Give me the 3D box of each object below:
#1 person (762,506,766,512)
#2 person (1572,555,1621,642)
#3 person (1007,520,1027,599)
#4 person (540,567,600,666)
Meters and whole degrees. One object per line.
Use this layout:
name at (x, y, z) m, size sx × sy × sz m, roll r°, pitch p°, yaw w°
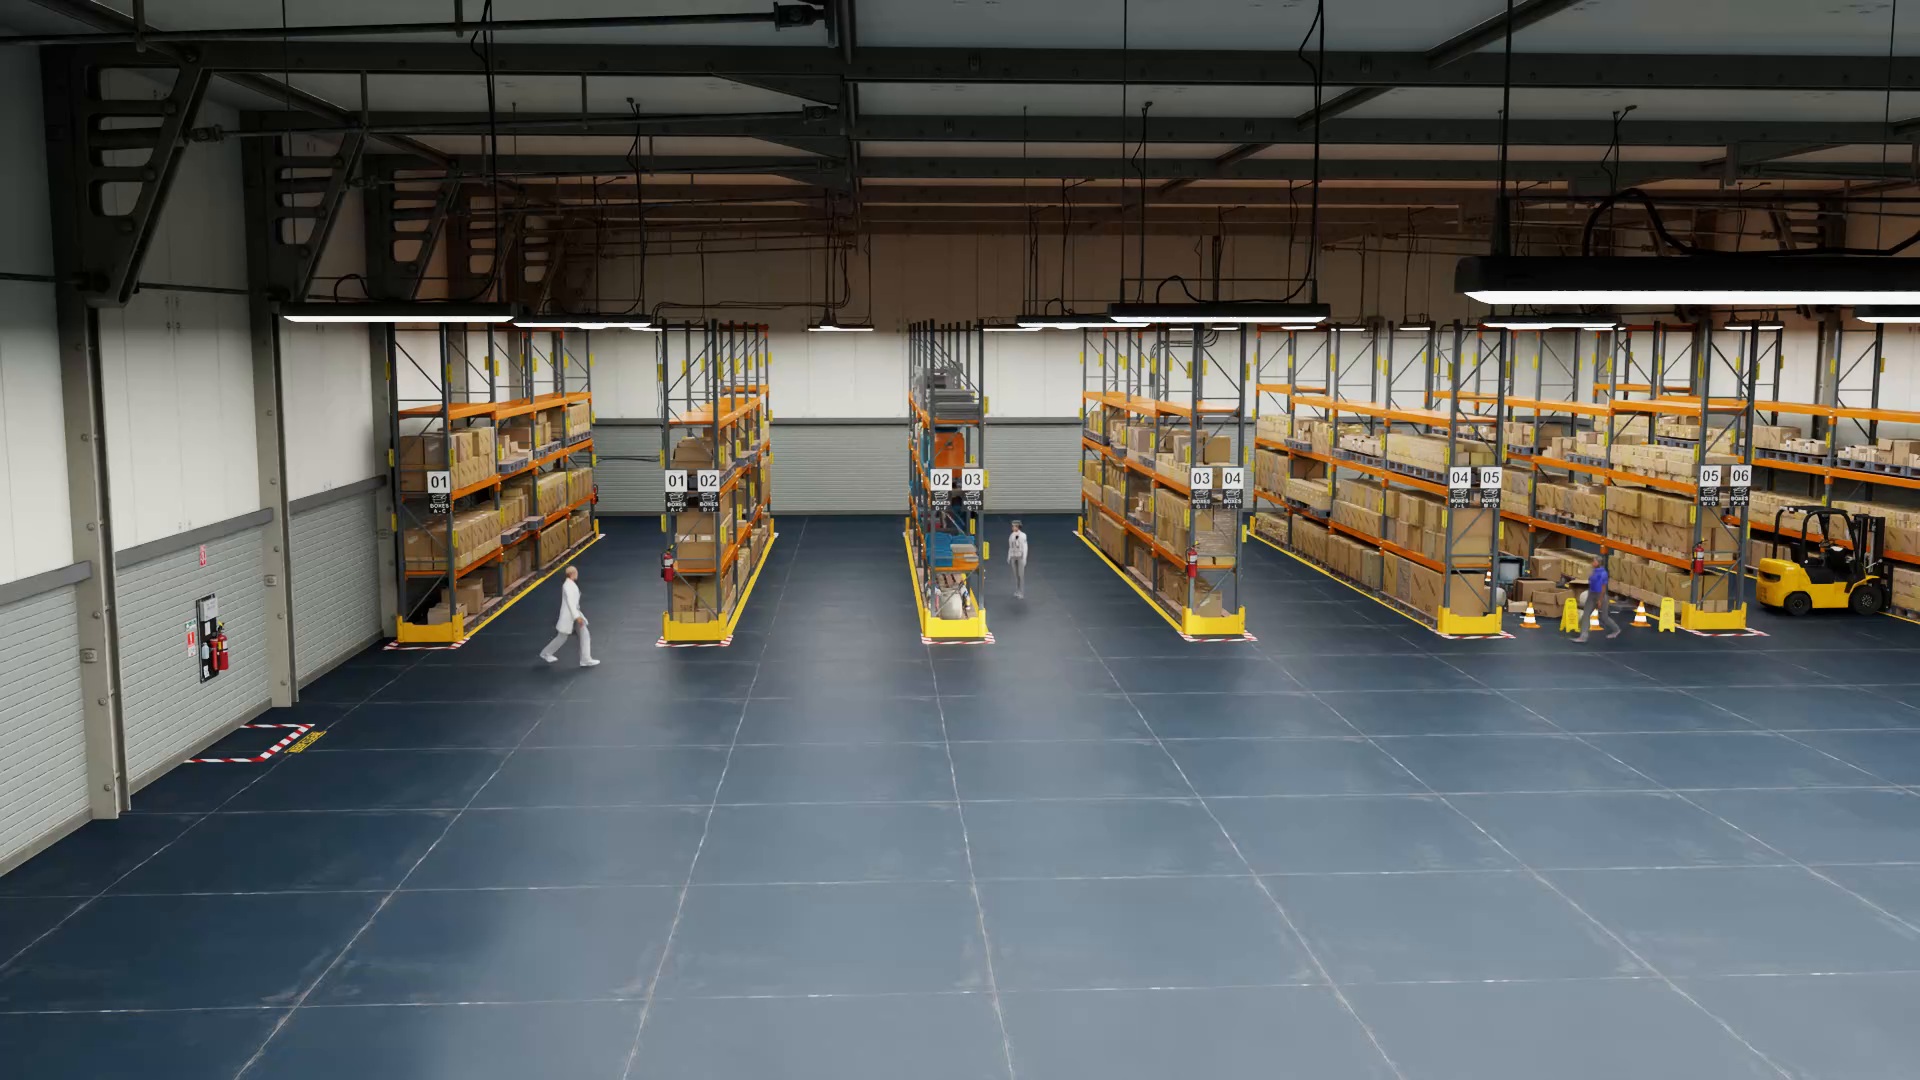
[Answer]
person at (-5.918, -1.142, 48.408) m, size 0.713 × 1.759 × 0.601 m, roll 0°, pitch 7°, yaw 0°
person at (11.905, 1.093, 30.975) m, size 0.928 × 1.626 × 0.427 m, roll -4°, pitch 8°, yaw -26°
person at (1.254, 0.424, 36.310) m, size 0.499 × 1.714 × 0.474 m, roll 4°, pitch 8°, yaw 30°
person at (-6.773, 1.320, 28.769) m, size 1.097 × 1.731 × 0.514 m, roll 3°, pitch 8°, yaw 23°
